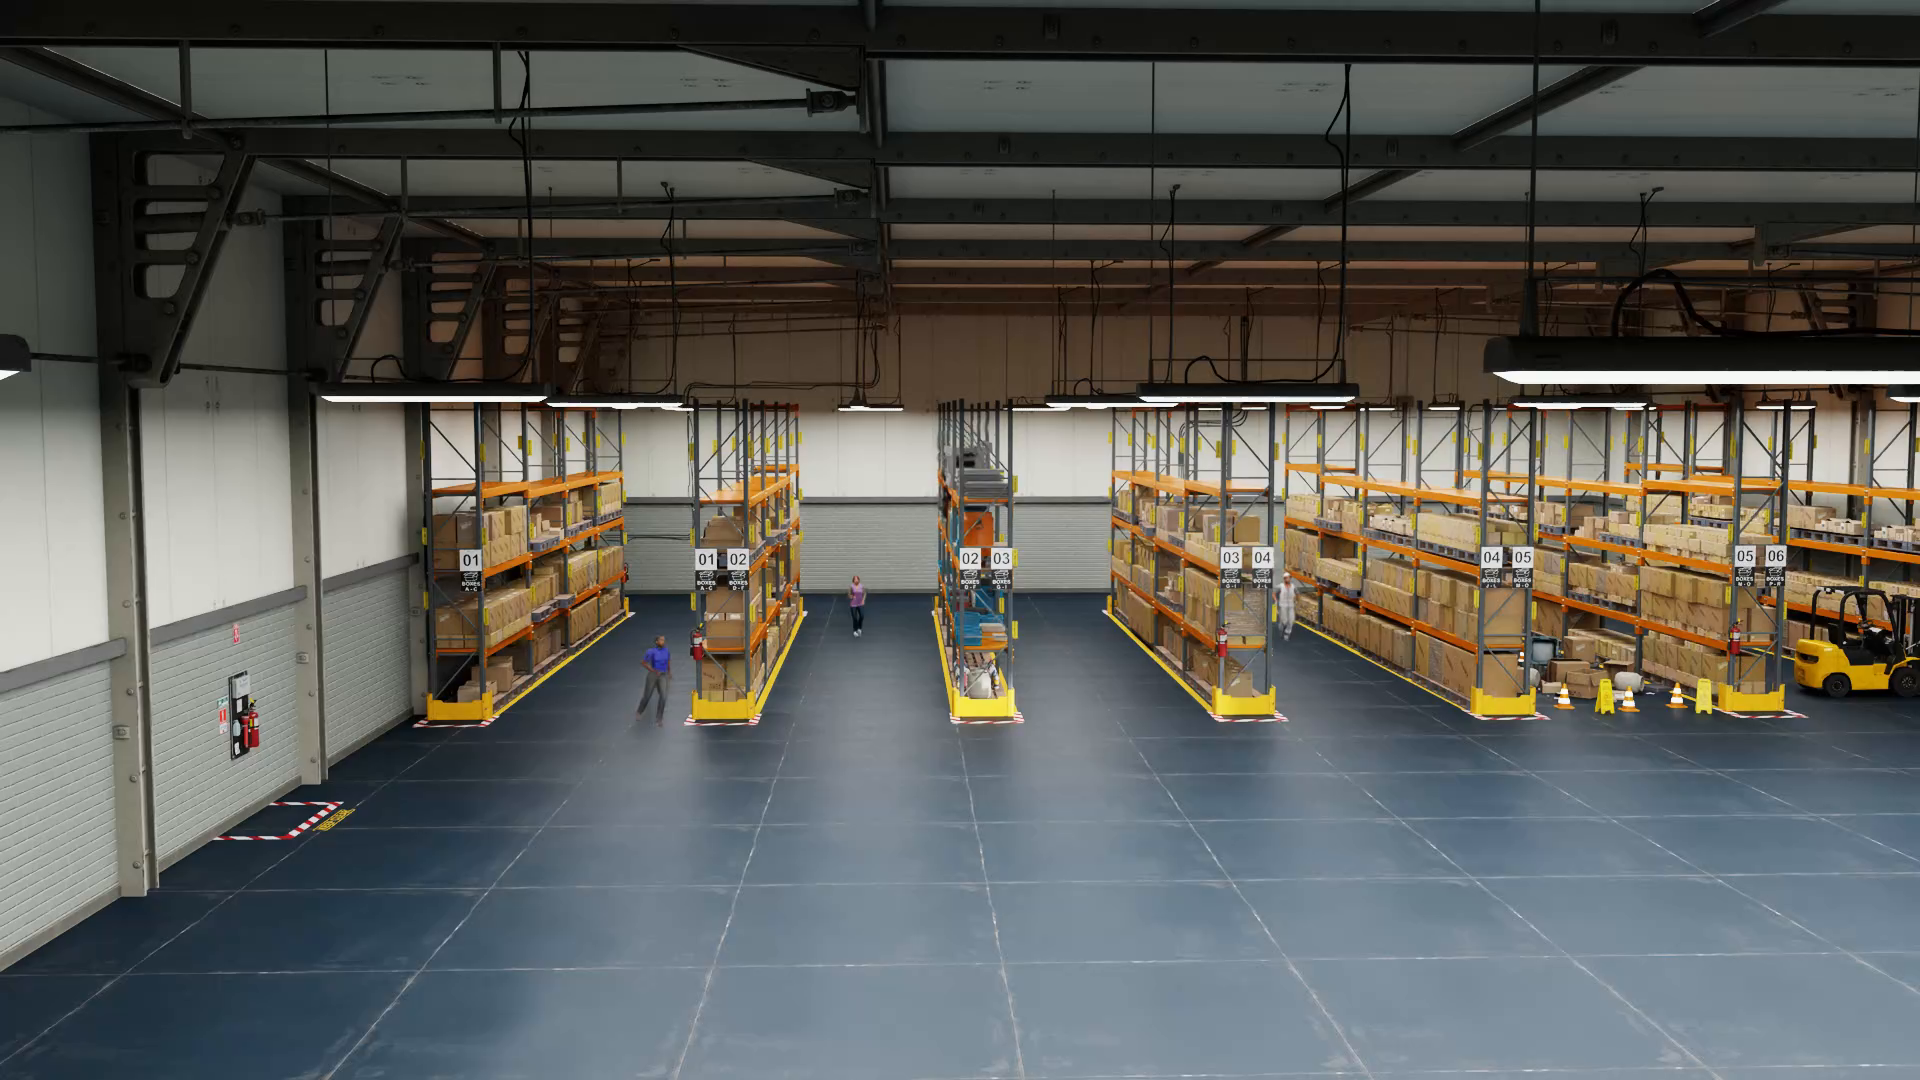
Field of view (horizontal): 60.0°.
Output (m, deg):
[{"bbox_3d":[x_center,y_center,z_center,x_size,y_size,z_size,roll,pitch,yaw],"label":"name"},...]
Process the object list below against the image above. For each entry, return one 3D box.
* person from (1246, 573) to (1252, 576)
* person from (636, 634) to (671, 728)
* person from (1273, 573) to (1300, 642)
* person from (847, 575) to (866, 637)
[{"bbox_3d":[8.062,1.267,47.244,0.680,1.832,0.777,1,5,16],"label":"person"},{"bbox_3d":[-5.589,2.581,30.692,0.668,1.676,0.815,-3,5,-33],"label":"person"},{"bbox_3d":[8.200,1.687,41.719,0.672,1.736,0.599,0,4,-2],"label":"person"},{"bbox_3d":[-2.622,1.696,42.557,0.517,1.575,0.596,-1,4,-12],"label":"person"}]
